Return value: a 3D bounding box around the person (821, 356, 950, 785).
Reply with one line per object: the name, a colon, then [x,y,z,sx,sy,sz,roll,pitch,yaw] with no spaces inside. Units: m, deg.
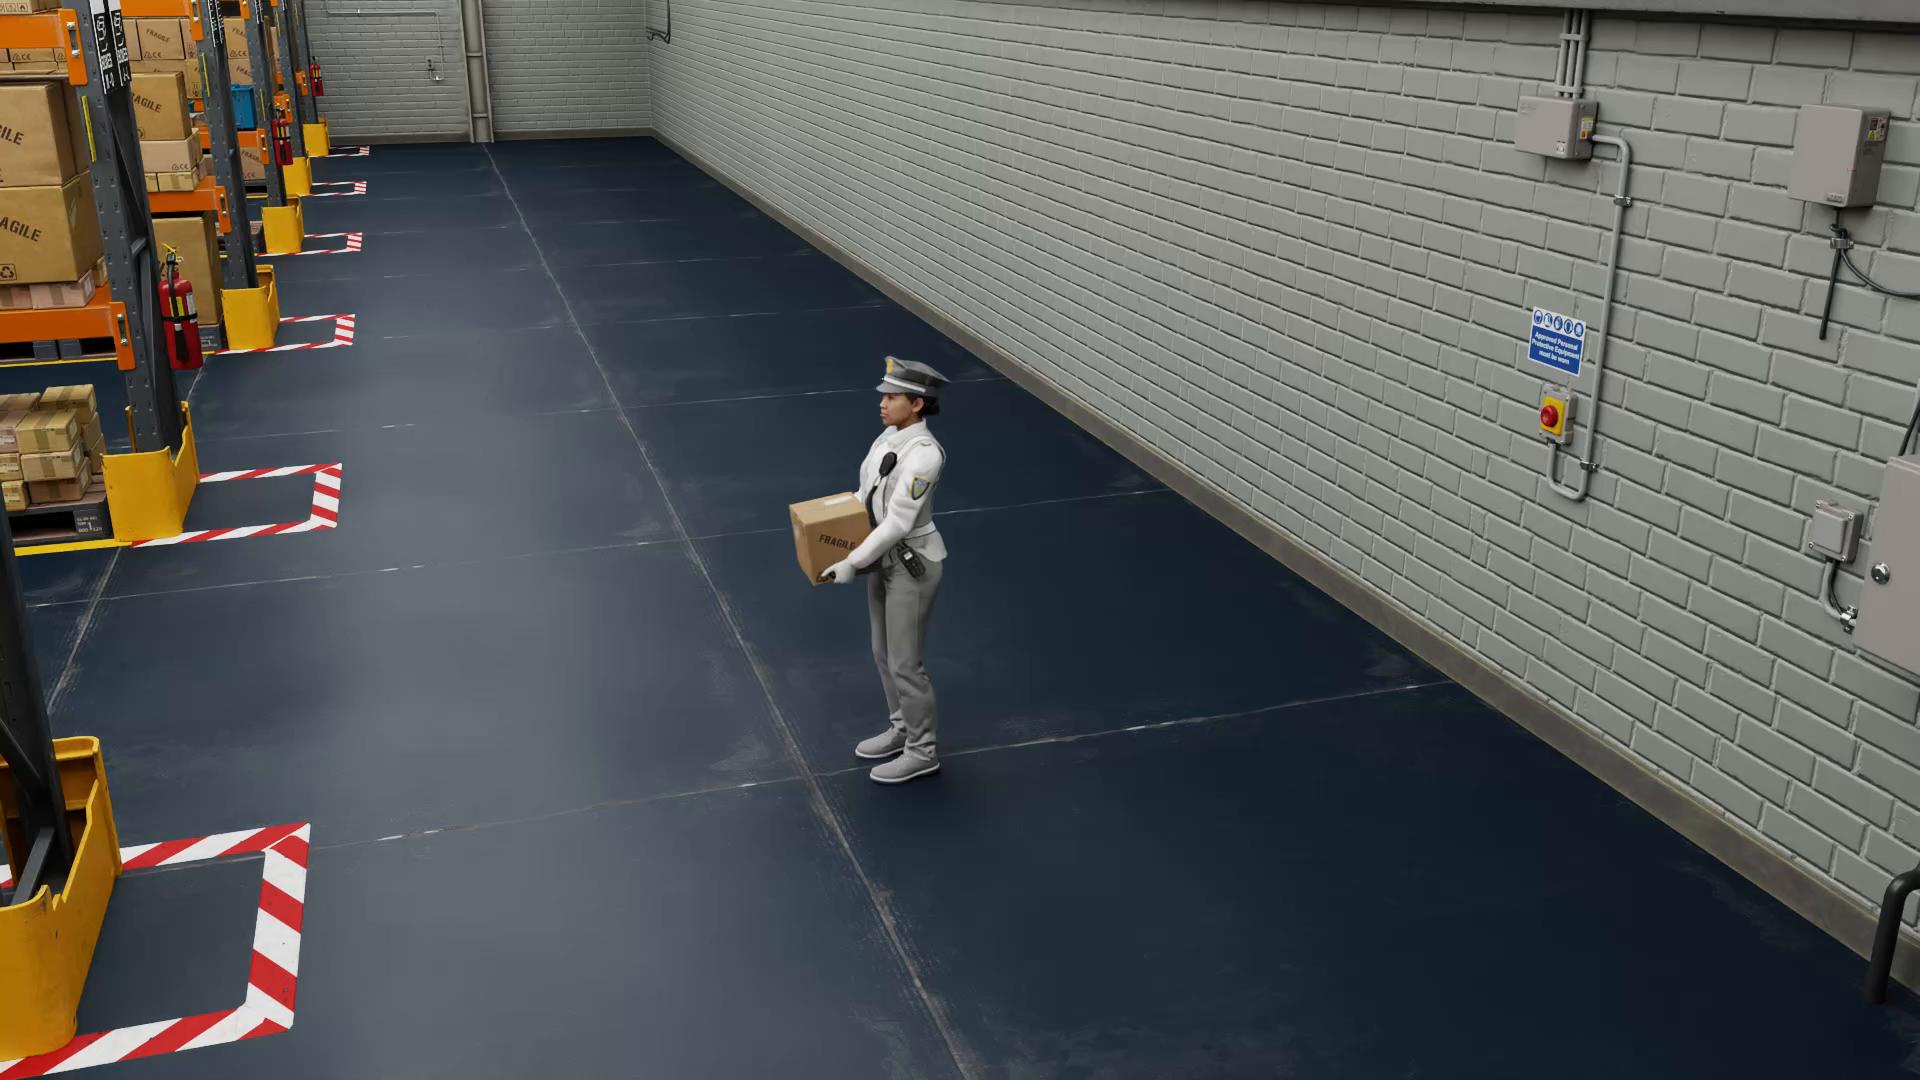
person: [-0.306,0.117,6.434,0.535,1.691,0.453,-6,20,-17]
